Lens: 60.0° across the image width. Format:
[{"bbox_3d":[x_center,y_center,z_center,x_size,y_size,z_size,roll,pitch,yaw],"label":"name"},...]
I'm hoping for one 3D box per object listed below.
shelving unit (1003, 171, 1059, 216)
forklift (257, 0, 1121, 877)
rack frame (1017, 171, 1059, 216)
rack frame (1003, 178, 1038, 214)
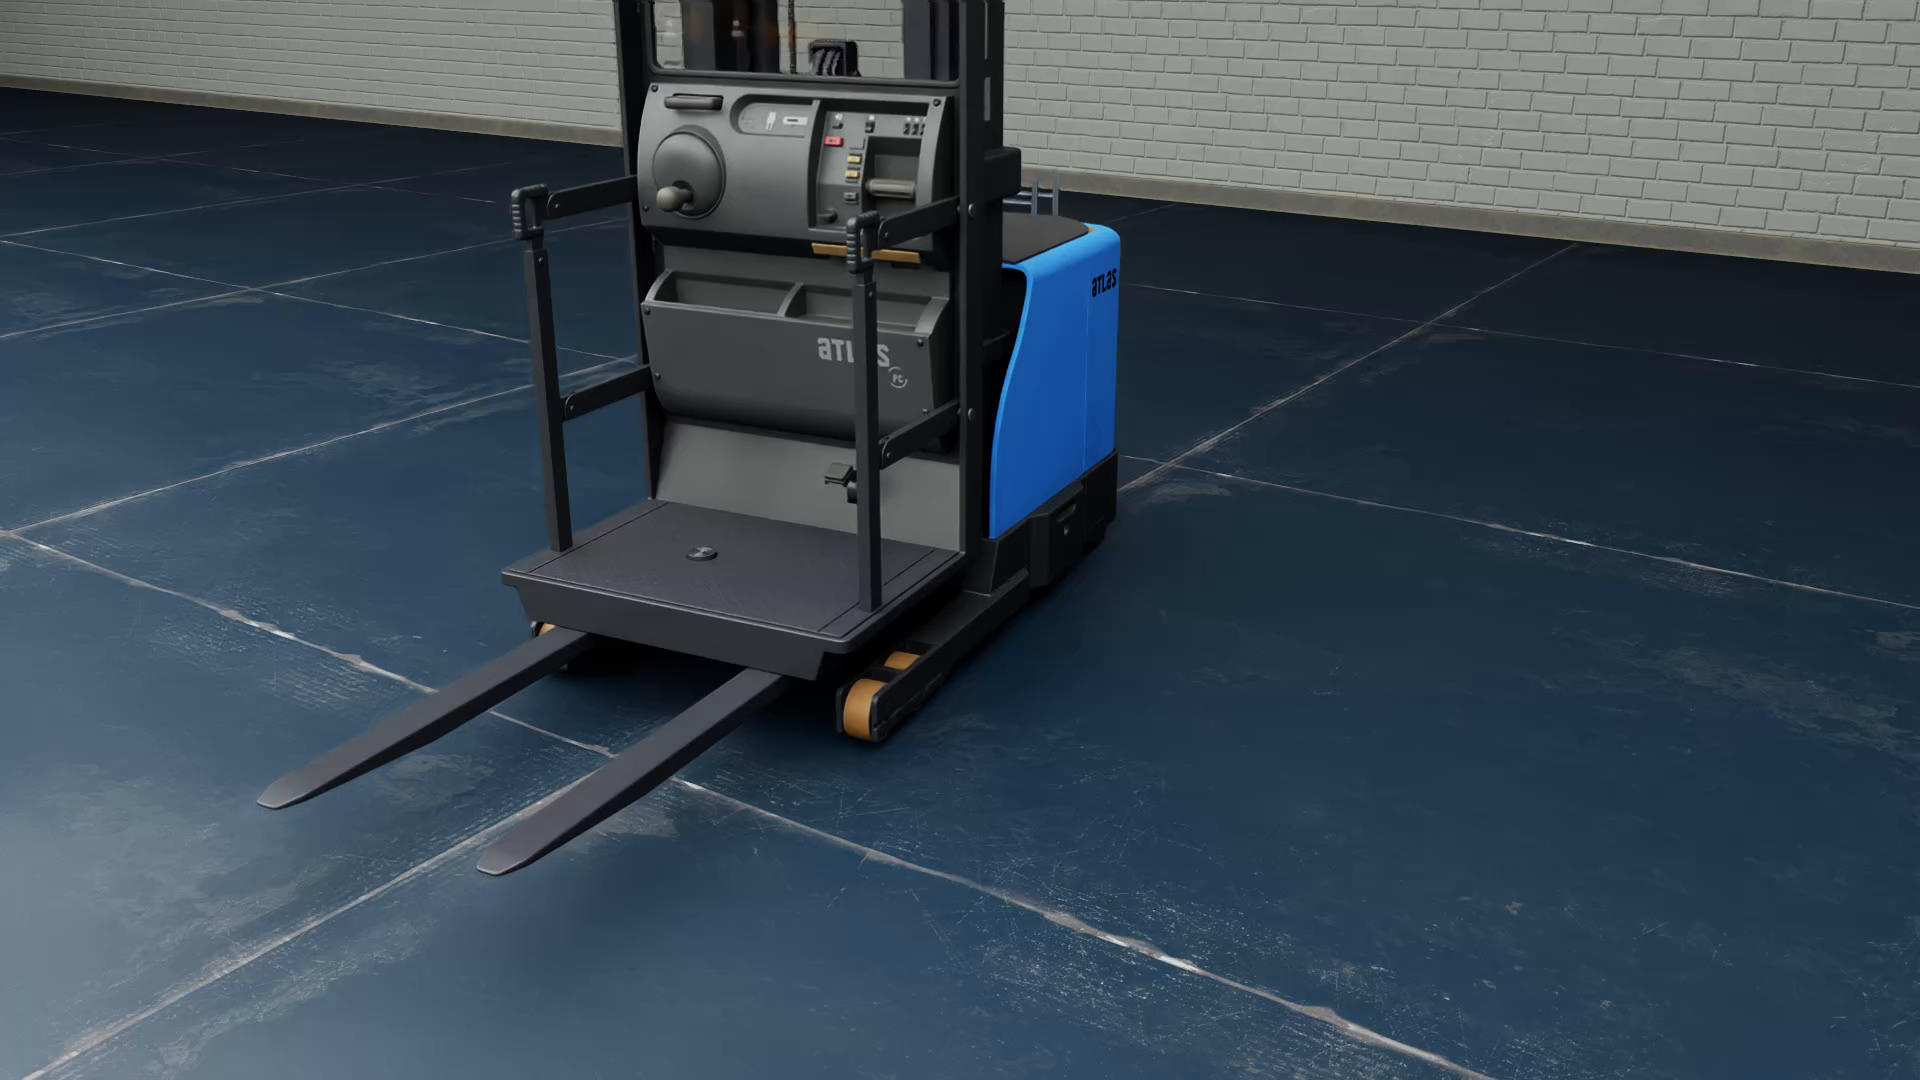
[{"bbox_3d":[0.195,-0.704,5.939,0.258,1.200,0.189,10,22,24],"label":"shelving unit"},{"bbox_3d":[-0.558,-1.020,4.298,1.130,2.935,3.031,10,22,24],"label":"forklift"},{"bbox_3d":[0.235,-0.733,6.016,0.240,1.200,0.006,10,22,24],"label":"rack frame"},{"bbox_3d":[0.154,-0.676,5.862,0.240,1.200,0.006,10,22,24],"label":"rack frame"}]
